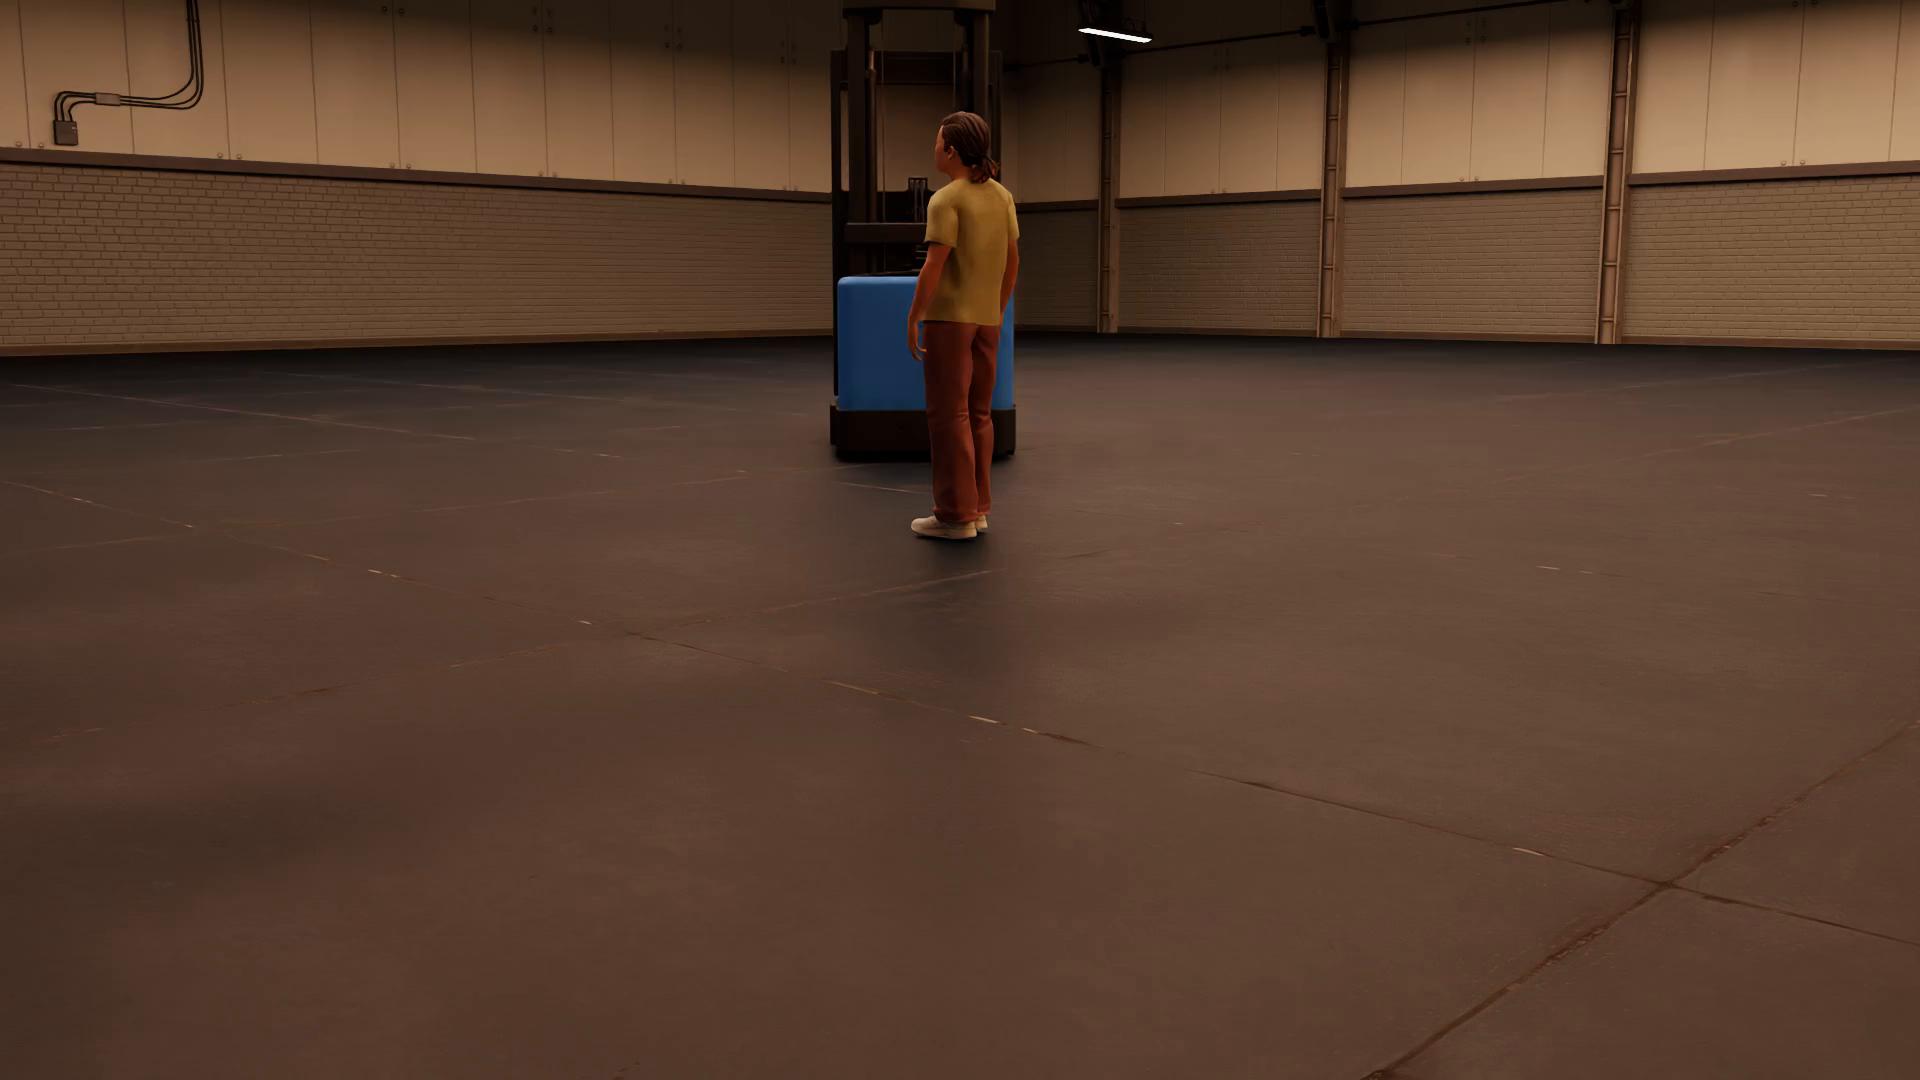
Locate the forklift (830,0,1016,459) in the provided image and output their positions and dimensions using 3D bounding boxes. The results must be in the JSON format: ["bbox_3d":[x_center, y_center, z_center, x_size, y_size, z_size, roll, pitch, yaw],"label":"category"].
[{"bbox_3d":[-0.299,-2.117,10.931,1.130,2.935,3.031,-1,9,-4],"label":"forklift"}]

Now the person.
[{"bbox_3d":[-0.045,-0.840,6.651,0.549,1.666,0.553,8,12,43],"label":"person"}]
